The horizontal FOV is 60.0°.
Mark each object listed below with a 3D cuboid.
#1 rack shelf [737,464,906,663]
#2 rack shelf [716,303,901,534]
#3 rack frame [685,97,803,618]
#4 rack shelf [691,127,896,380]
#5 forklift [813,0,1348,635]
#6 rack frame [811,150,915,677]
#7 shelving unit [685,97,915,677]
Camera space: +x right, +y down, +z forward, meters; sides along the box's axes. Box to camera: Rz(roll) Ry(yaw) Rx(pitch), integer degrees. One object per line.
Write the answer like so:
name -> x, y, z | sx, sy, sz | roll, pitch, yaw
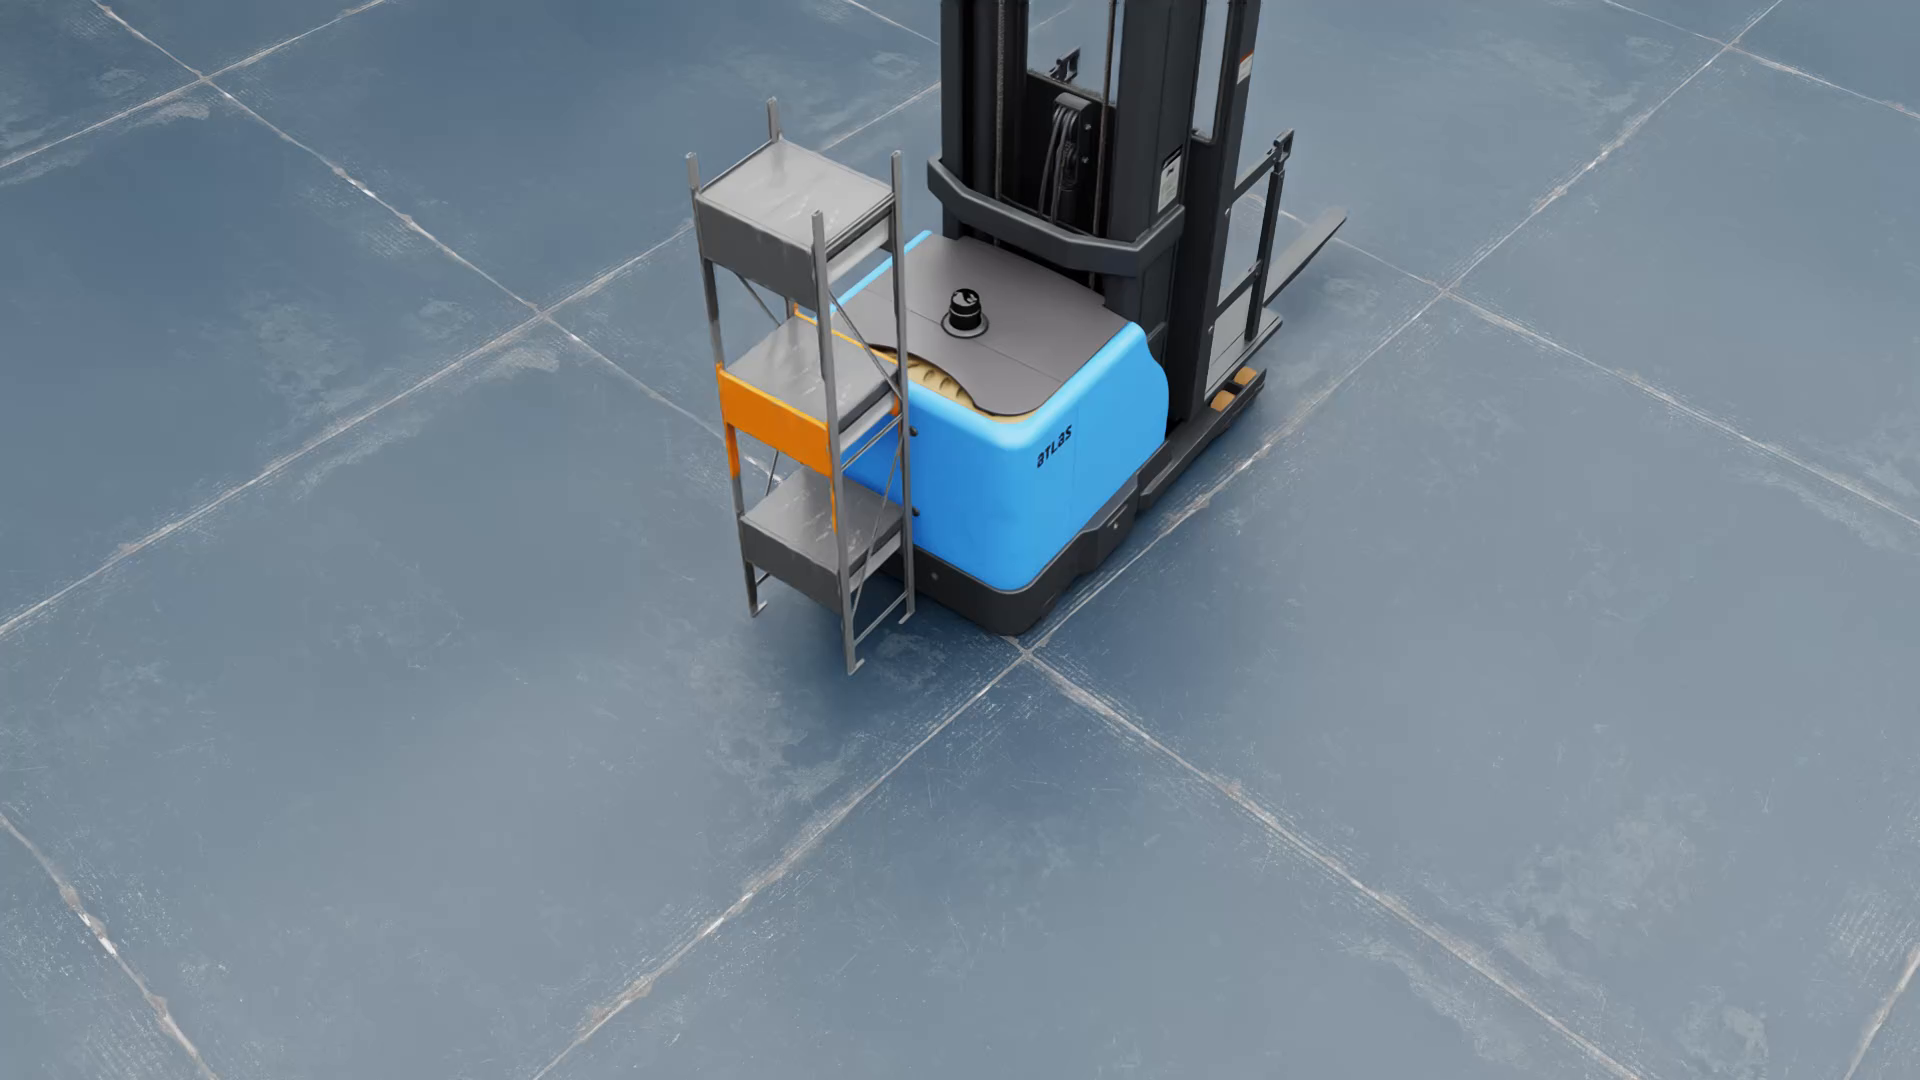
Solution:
rack shelf -> -0.496, 0.059, 6.233 | 0.480, 0.518, 0.431 | 28, 53, 24
rack shelf -> -0.496, -0.420, 5.723 | 0.480, 0.518, 0.431 | 28, 53, 24
rack frame -> -0.693, -0.535, 5.812 | 0.015, 2.100, 0.400 | 28, 53, 24
rack shelf -> -0.496, -0.899, 5.213 | 0.480, 0.518, 0.431 | 28, 53, 24
forklift -> 0.681, -1.676, 6.313 | 1.130, 2.935, 3.031 | 28, 53, 24
rack frame -> -0.300, -0.324, 5.614 | 0.015, 2.100, 0.400 | 28, 53, 24
shelving unit -> -0.496, -0.430, 5.713 | 0.503, 2.100, 0.431 | 28, 53, 24
